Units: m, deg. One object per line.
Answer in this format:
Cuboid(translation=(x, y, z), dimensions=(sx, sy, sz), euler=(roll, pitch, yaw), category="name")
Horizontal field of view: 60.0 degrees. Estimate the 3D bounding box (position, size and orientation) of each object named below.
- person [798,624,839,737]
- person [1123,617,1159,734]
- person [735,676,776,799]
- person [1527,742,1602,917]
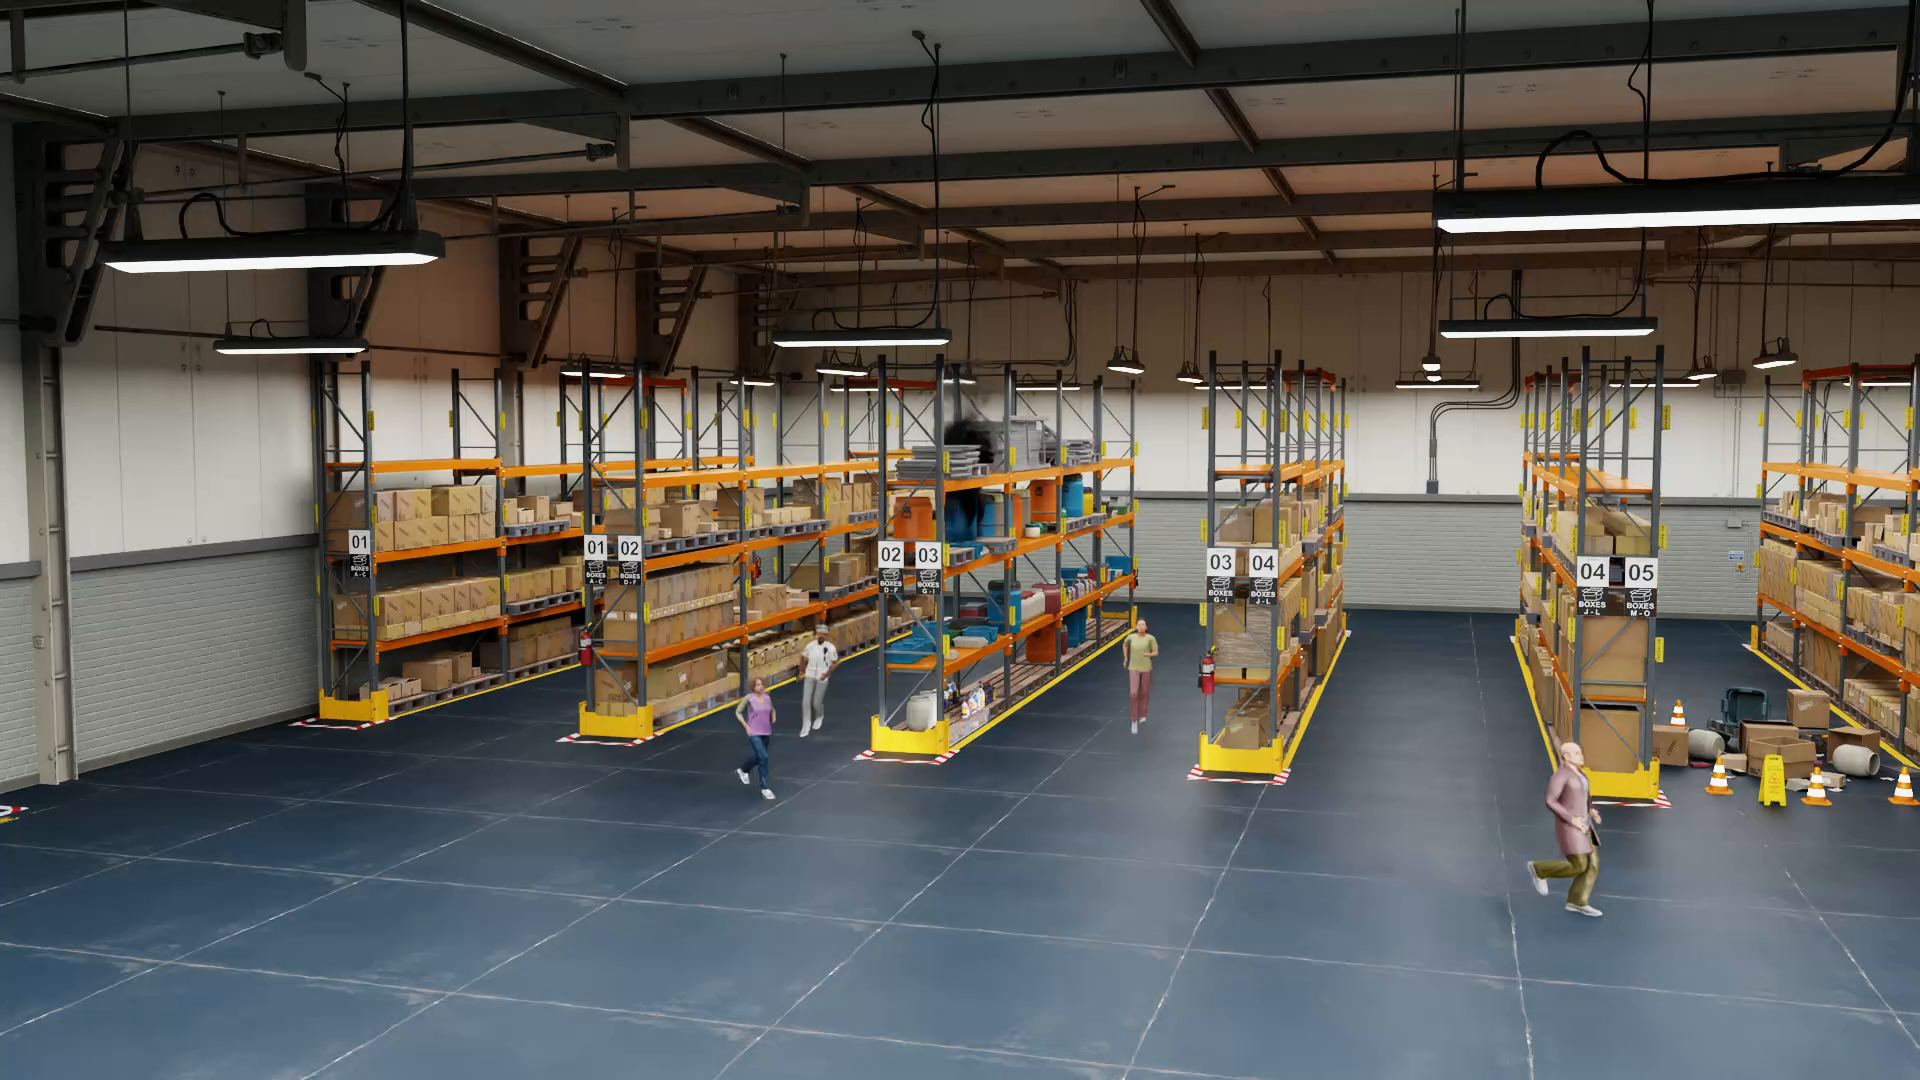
Cuboid(translation=(-2.152, 2.107, 25.215), dimensions=(0.616, 1.682, 0.605), euler=(1, 4, 9), category="person")
Cuboid(translation=(2.777, 2.065, 25.578), dimensions=(0.543, 1.769, 0.696), euler=(0, 4, 5), category="person")
Cuboid(translation=(-2.731, 2.618, 22.290), dimensions=(0.497, 1.604, 0.802), euler=(-4, 5, -42), category="person")
Cuboid(translation=(6.212, 2.928, 16.986), dimensions=(0.756, 1.743, 0.711), euler=(4, 6, 44), category="person")
